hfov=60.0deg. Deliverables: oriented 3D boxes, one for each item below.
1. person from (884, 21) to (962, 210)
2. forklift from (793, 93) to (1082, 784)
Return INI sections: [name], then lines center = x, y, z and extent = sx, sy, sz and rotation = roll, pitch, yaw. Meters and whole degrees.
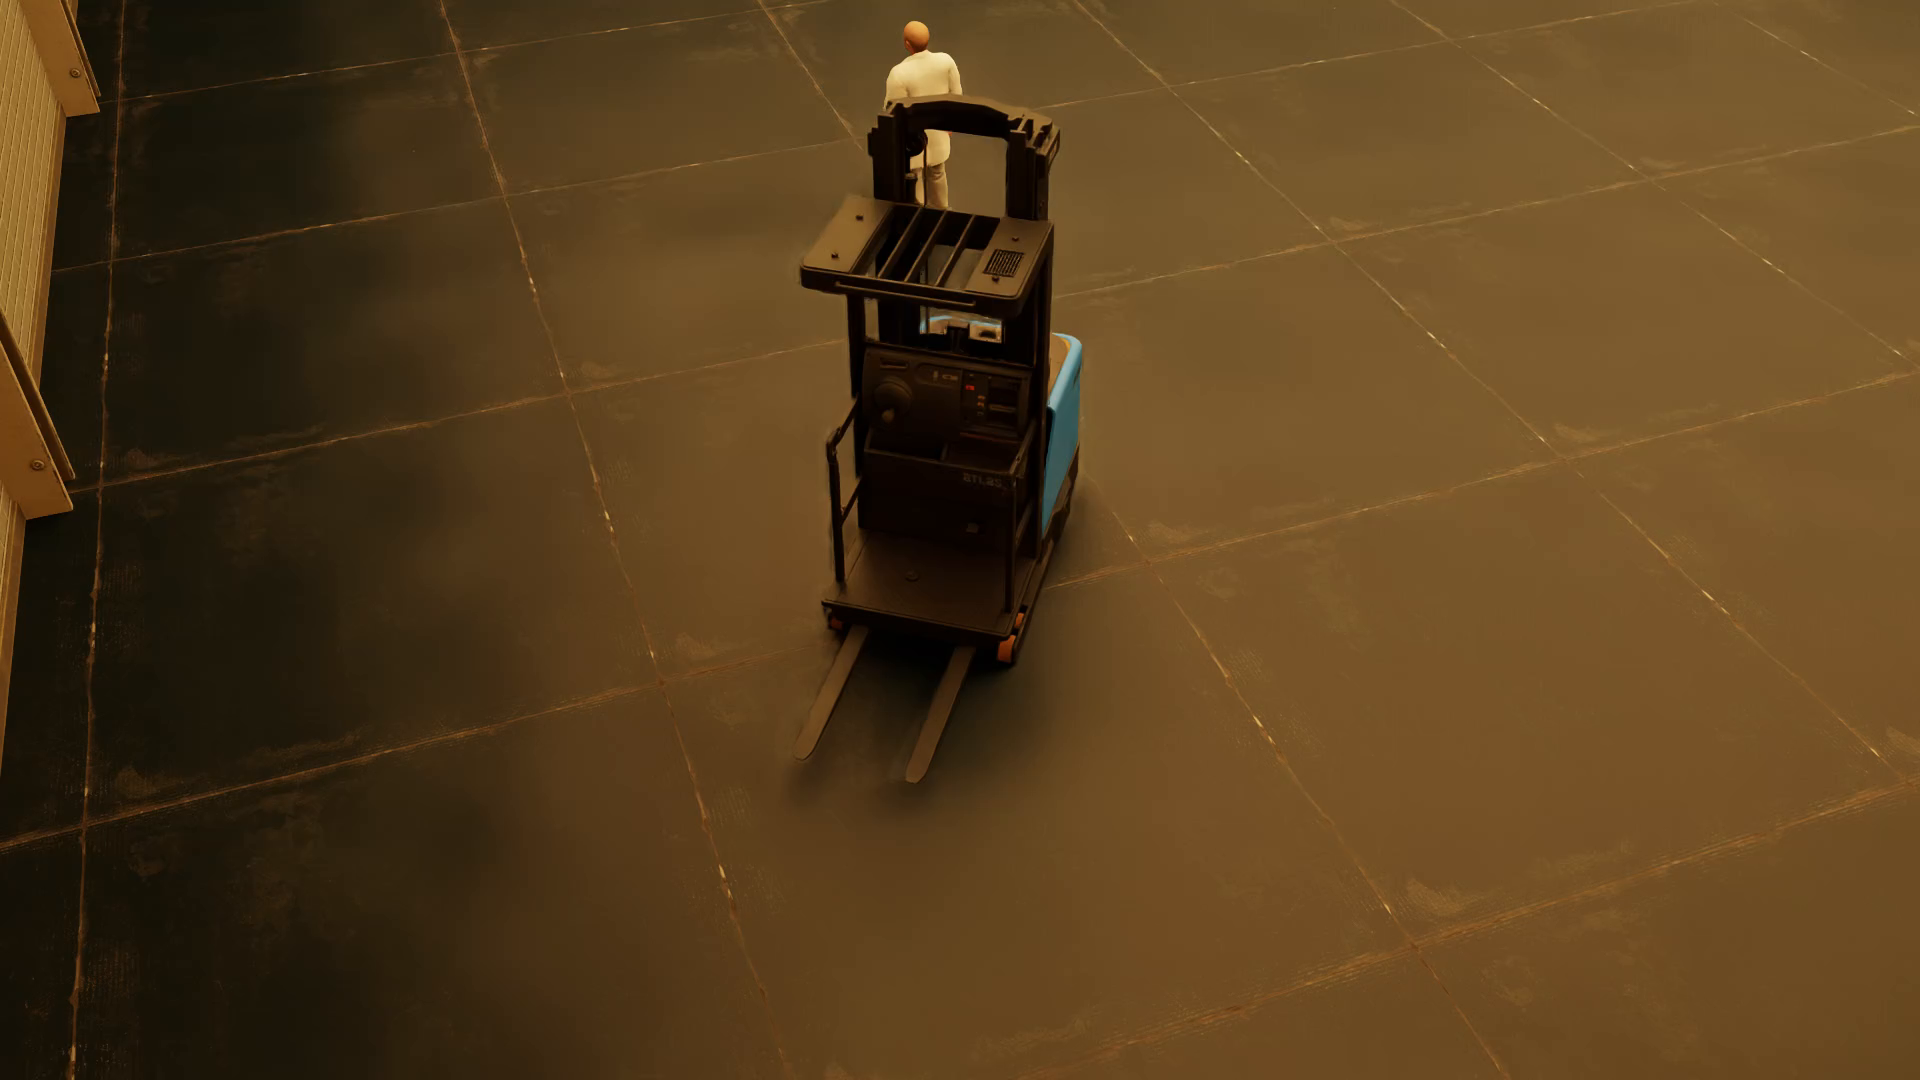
[person]
center = -0.346, -3.134, 12.614
extent = 0.698, 1.777, 0.580
rotation = -17, 43, -20
[forklift]
center = -0.134, -0.707, 8.838
extent = 1.130, 2.935, 3.031
rotation = 10, 41, 12
